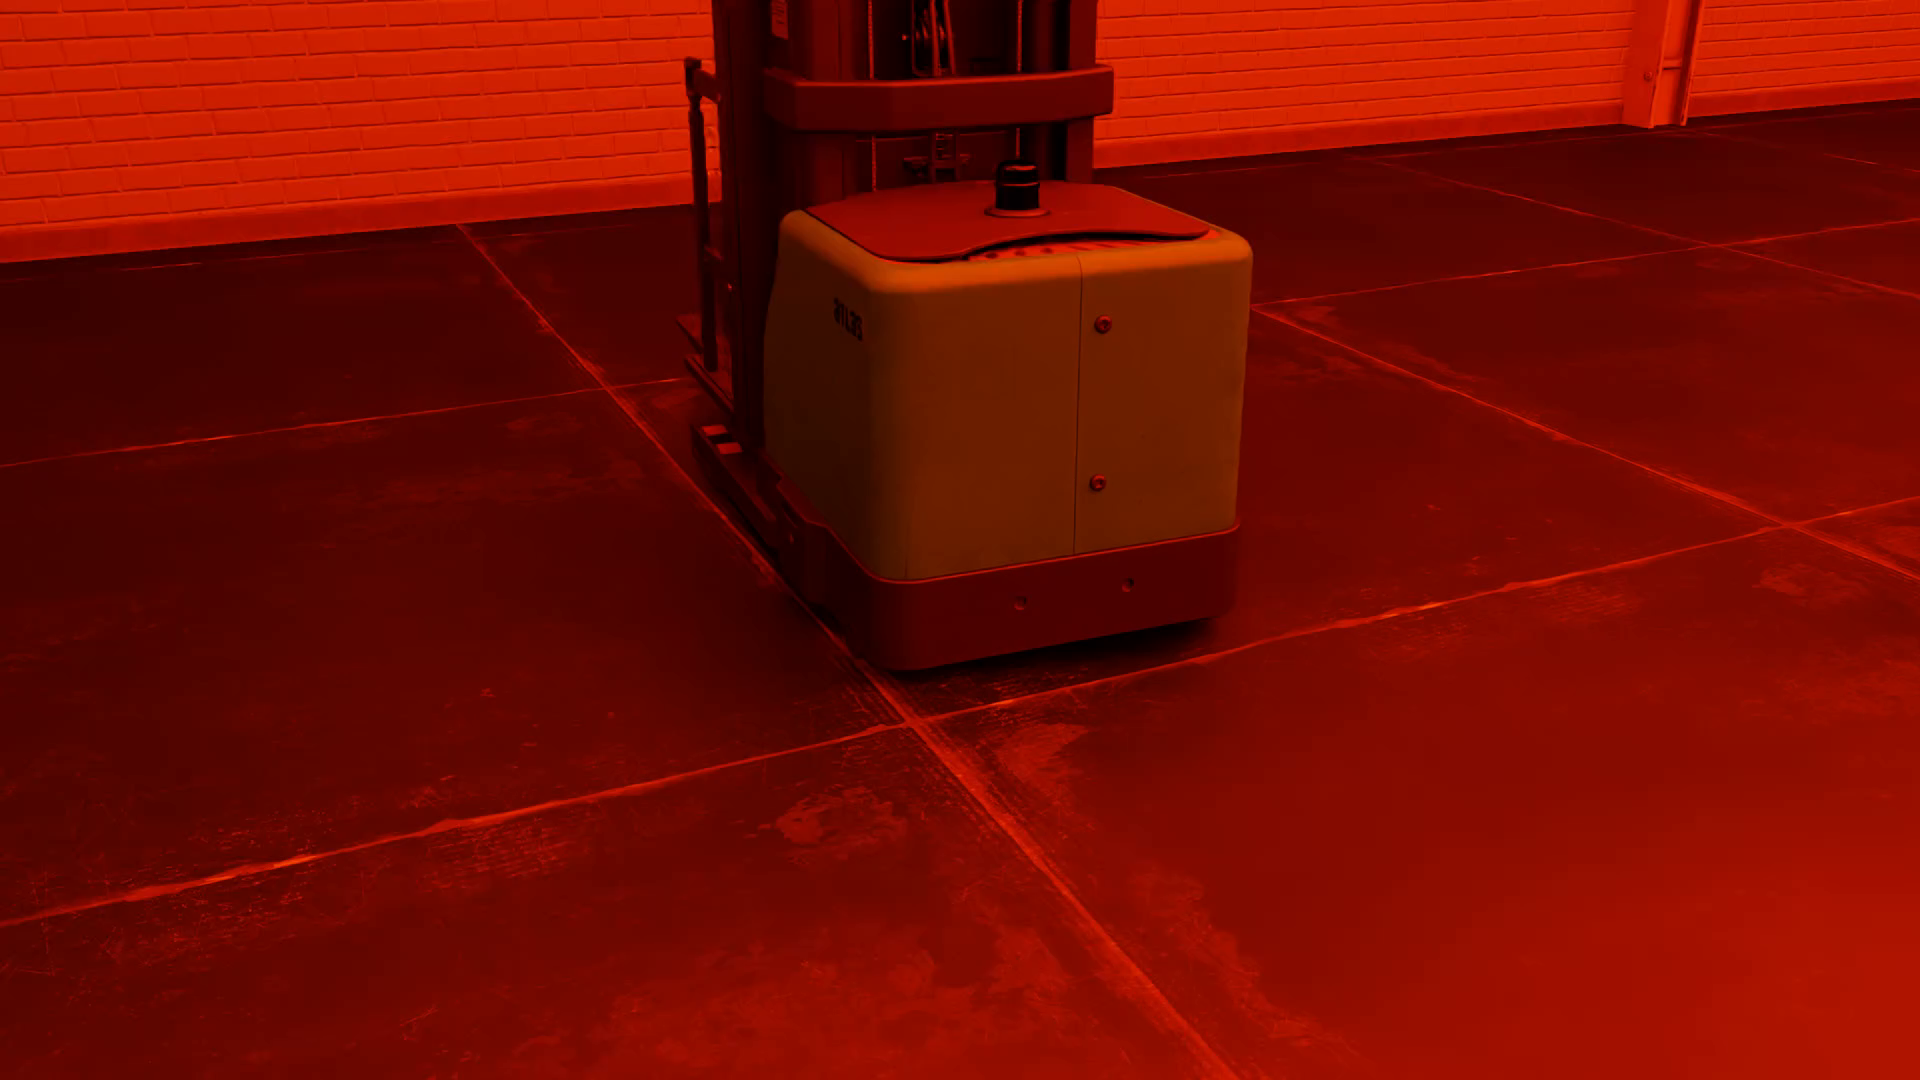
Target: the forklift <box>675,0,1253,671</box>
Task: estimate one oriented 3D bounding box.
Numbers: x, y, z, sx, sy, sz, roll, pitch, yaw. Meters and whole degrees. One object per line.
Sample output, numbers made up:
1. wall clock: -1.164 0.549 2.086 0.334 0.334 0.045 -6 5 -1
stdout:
1. forklift: -0.270 -1.563 5.049 1.130 2.935 3.031 -9 24 -20
